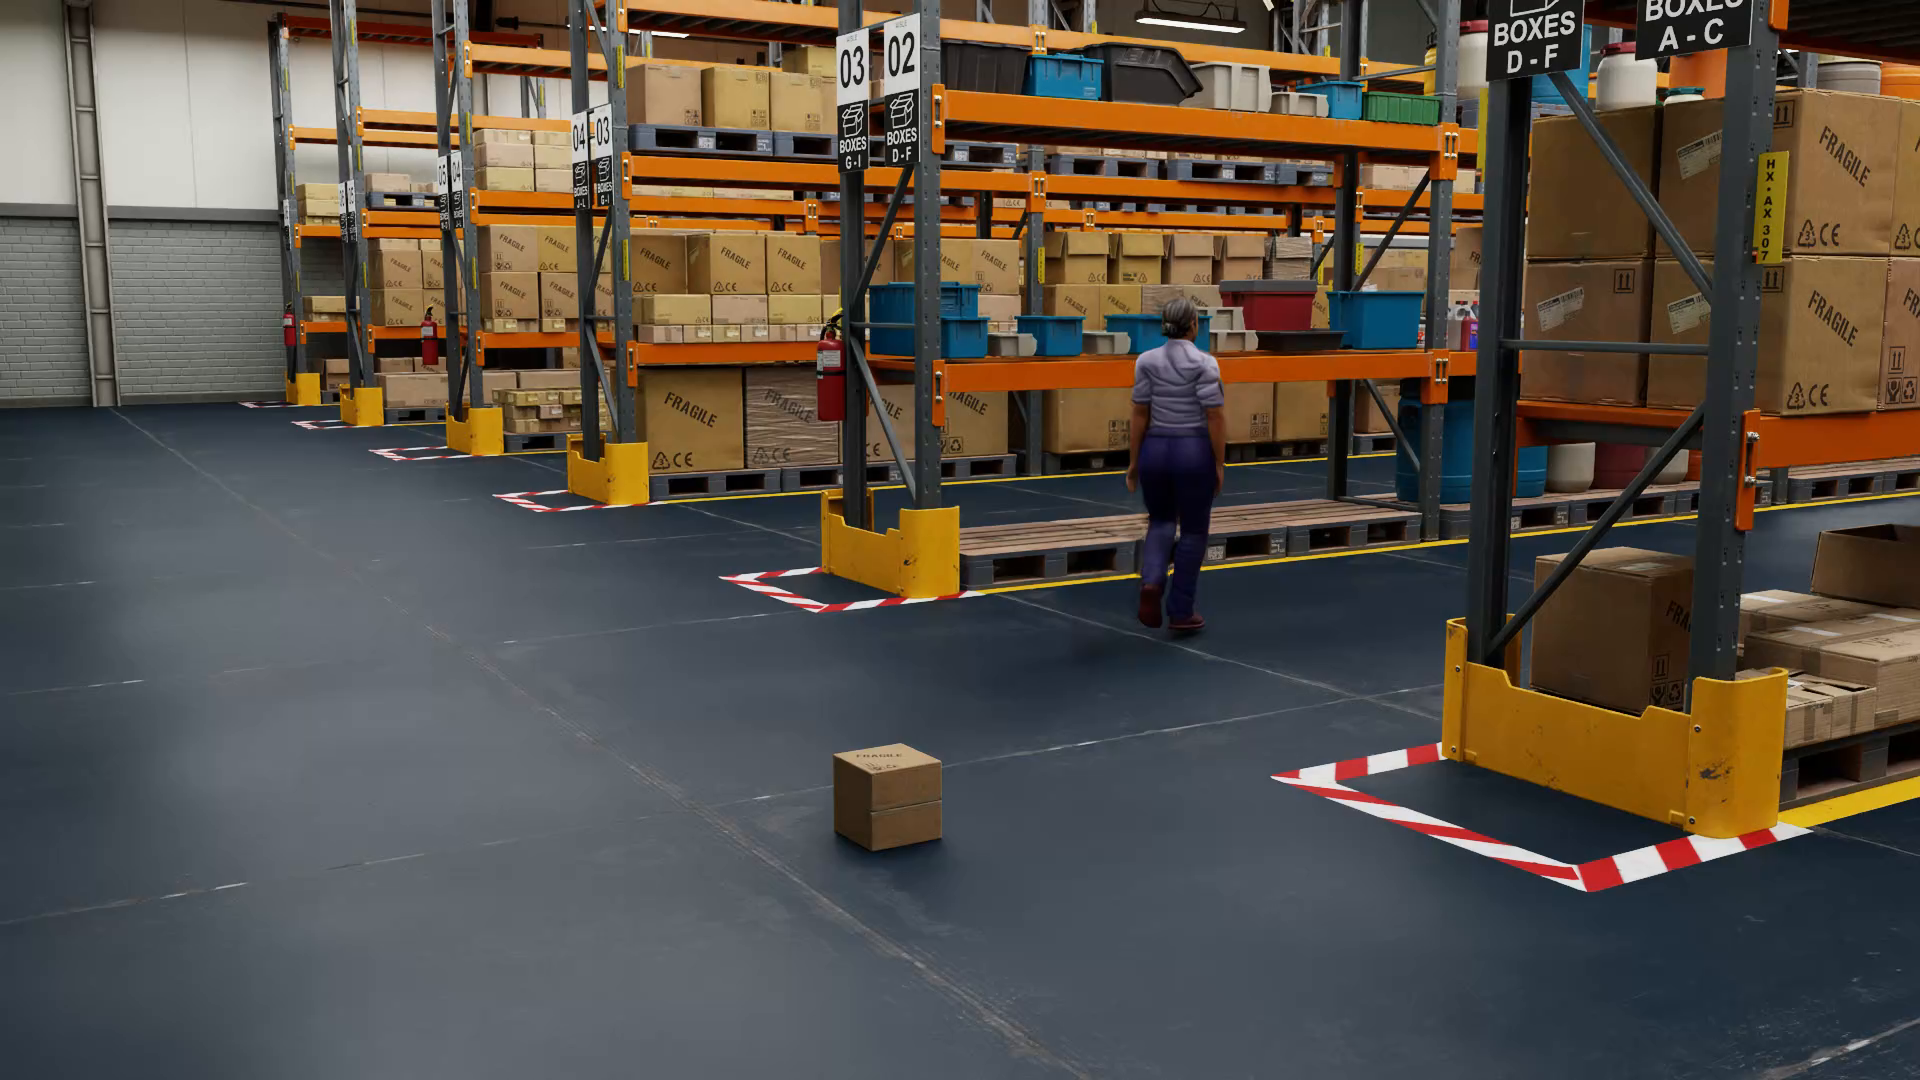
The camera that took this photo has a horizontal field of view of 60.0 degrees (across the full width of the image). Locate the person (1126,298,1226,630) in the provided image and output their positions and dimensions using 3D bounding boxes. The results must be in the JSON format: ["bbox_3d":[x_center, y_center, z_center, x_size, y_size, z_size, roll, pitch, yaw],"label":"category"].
[{"bbox_3d":[1.110,-0.368,8.300,0.510,1.667,0.433,5,10,31],"label":"person"}]
